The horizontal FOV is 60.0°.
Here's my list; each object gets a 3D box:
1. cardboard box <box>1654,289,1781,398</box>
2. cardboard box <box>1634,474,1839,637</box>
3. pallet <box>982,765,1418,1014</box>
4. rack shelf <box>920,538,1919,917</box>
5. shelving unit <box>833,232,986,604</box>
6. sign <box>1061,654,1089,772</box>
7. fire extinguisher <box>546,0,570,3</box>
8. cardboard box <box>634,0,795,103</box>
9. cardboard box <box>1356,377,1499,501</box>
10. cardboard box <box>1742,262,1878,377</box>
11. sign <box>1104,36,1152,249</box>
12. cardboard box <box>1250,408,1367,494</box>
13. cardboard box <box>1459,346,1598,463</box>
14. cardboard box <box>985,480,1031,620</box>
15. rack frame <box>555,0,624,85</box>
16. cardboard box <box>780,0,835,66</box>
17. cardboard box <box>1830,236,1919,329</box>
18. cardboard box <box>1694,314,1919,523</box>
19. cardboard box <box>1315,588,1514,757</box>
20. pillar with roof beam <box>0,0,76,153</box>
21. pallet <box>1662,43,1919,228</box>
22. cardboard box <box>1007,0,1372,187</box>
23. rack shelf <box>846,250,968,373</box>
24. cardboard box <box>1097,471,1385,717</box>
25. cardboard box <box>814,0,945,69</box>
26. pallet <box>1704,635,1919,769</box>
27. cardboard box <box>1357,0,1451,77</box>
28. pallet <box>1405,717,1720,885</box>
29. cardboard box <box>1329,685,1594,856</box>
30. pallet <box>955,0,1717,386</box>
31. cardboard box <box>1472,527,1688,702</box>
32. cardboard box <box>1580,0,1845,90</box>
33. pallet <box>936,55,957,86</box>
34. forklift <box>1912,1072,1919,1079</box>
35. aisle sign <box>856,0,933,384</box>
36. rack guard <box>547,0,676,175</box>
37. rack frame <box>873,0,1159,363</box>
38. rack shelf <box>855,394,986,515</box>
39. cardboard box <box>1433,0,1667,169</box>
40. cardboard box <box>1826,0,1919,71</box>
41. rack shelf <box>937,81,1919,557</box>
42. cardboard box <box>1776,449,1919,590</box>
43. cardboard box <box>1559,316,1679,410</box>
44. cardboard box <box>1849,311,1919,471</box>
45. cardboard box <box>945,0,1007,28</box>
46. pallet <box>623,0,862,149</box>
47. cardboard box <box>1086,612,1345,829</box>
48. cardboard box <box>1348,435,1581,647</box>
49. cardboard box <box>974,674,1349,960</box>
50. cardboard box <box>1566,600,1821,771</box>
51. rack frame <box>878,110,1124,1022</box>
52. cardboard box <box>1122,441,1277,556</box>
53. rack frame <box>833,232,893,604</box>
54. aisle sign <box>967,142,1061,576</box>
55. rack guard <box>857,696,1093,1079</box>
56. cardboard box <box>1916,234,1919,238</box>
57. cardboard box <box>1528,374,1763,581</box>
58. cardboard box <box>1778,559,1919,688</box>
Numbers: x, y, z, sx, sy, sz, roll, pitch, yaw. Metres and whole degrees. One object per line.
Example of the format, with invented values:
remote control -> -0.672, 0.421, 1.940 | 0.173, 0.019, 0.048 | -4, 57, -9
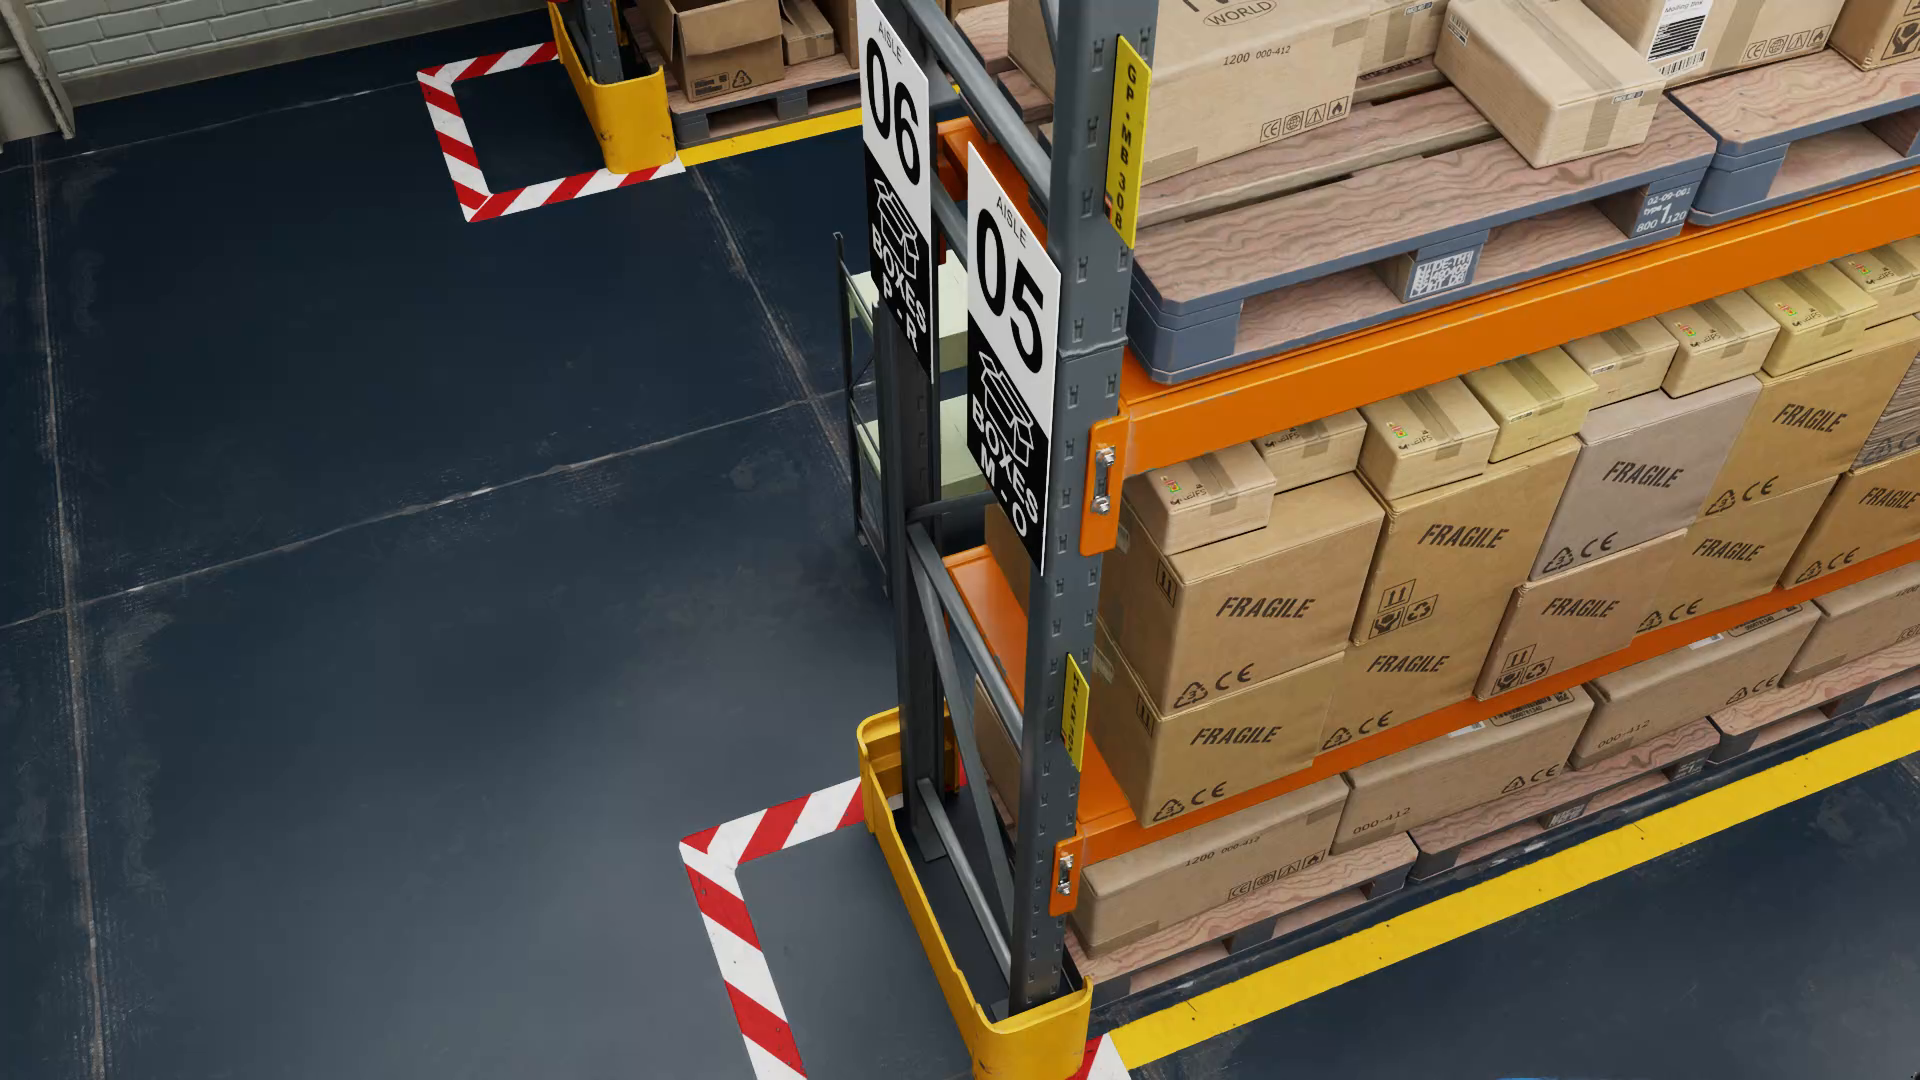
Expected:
cardboard box -> 1.688, -0.539, 3.924 | 0.250, 0.149, 0.380 | -17, 51, -14
cardboard box -> 1.994, -0.122, 4.652 | 0.500, 0.500, 0.500 | -16, 51, -13
pallet -> 0.759, 0.924, 5.658 | 1.213, 0.211, 1.003 | -17, 52, -14
rack shelf -> 1.899, -0.039, 5.121 | 4.000, 0.370, 1.077 | -17, 52, -14
shelving unit -> 0.006, -0.491, 6.023 | 0.755, 1.500, 0.431 | -17, 52, -14
sign -> 0.252, 0.384, 3.661 | 0.005, 0.325, 0.100 | -17, 52, -14
fire extinguisher -> -1.794, -2.671, 7.205 | 0.183, 0.674, 0.296 | -17, 52, -14
cardboard box -> -1.230, -2.617, 8.230 | 0.637, 0.503, 0.797 | -19, 52, -16
cardboard box -> 0.981, -0.296, 3.715 | 0.250, 0.149, 0.380 | -16, 51, -13
cardboard box -> 1.933, -0.592, 3.970 | 0.250, 0.149, 0.380 | -18, 52, -15
sign -> 0.252, -0.596, 2.520 | 0.005, 0.325, 0.100 | -17, 52, -14
cardboard box -> 0.697, -0.302, 3.720 | 0.250, 0.149, 0.380 | -16, 51, -13
cardboard box -> 1.218, -0.384, 3.791 | 0.250, 0.149, 0.380 | -19, 52, -15
cardboard box -> 0.394, -0.057, 4.596 | 0.500, 0.500, 0.500 | -17, 51, -14
rack frame -> -1.832, -3.185, 7.349 | 0.127, 3.000, 1.000 | -17, 52, -14
cardboard box -> -0.822, -2.596, 8.446 | 0.250, 0.149, 0.380 | -19, 52, -16
cardboard box -> 2.157, -0.702, 4.064 | 0.250, 0.149, 0.380 | -17, 52, -14
cardboard box -> 2.011, -0.446, 4.271 | 0.500, 0.500, 0.500 | -17, 51, -14
cardboard box -> 1.059, 0.167, 4.404 | 0.500, 0.500, 0.500 | -18, 52, -15
pillar with roof beam -> -3.041, -1.976, 2.356 | 0.400, 9.000, 9.100 | -17, 52, -14
pallet -> 1.862, -1.221, 3.744 | 1.213, 0.211, 1.003 | -17, 52, -14
cardboard box -> 0.430, -0.990, 3.243 | 0.500, 0.250, 0.500 | -22, 53, -18
rack shelf -> 0.006, -0.745, 5.727 | 0.720, 0.370, 0.431 | -17, 52, -14
cardboard box -> 0.600, 0.004, 3.885 | 0.500, 0.500, 0.500 | -18, 52, -15
cardboard box -> -0.424, -2.834, 8.418 | 0.500, 0.500, 0.700 | -15, 51, -13
pallet -> 3.017, 0.224, 6.259 | 1.213, 0.211, 1.003 | -17, 52, -14
cardboard box -> 0.788, -1.134, 3.433 | 0.250, 0.149, 0.380 | -21, 52, -17
pallet -> 1.886, 0.577, 5.956 | 1.213, 0.211, 1.003 | -17, 52, -14
cardboard box -> 1.465, 0.470, 5.622 | 0.875, 0.438, 0.875 | -16, 51, -13
pallet -> 0.731, -0.868, 3.441 | 1.213, 0.211, 1.003 | -17, 52, -14
cardboard box -> 1.536, 0.033, 4.519 | 0.500, 0.500, 0.500 | -17, 52, -14
cardboard box -> 1.453, -1.212, 3.393 | 0.500, 0.311, 0.500 | -16, 51, -14
pallet -> 0.103, -2.875, 8.920 | 1.213, 0.211, 1.003 | -17, 52, -14
forklift -> 2.406, 1.725, 3.178 | 3.031, 2.935, 1.130 | 4, 49, 3
aisle sign -> -0.136, -0.744, 3.539 | 0.004, 0.787, 0.394 | -17, 52, -14
rack guard -> -1.762, -2.392, 8.316 | 0.348, 0.500, 1.175 | -17, 52, -14
rack frame -> 0.048, -1.654, 2.080 | 0.127, 3.000, 1.000 | -17, 52, -14
rack shelf -> 0.006, -0.278, 6.271 | 0.720, 0.370, 0.431 | -17, 52, -14
cardboard box -> 1.142, -0.915, 3.245 | 0.250, 0.149, 0.380 | -16, 51, -13
cardboard box -> 1.971, -1.352, 3.389 | 0.500, 0.500, 0.500 | -16, 51, -14
rack shelf -> 1.899, -1.017, 3.983 | 4.000, 0.370, 1.077 | -17, 52, -14
cardboard box -> 2.484, -0.261, 4.772 | 0.500, 0.500, 0.500 | -18, 52, -15
cardboard box -> 1.441, -0.497, 3.888 | 0.250, 0.149, 0.380 | -17, 51, -14
cardboard box -> 2.478, -0.584, 4.390 | 0.500, 0.500, 0.500 | -17, 51, -14
cardboard box -> 0.103, -2.916, 8.488 | 0.500, 0.500, 0.500 | -16, 51, -14
pallet -> -1.024, -2.528, 8.622 | 1.213, 0.211, 1.003 | -17, 52, -14
cardboard box -> 0.601, 0.331, 4.263 | 0.500, 0.500, 0.500 | -18, 52, -15
cardboard box -> 1.076, -0.149, 4.017 | 0.500, 0.500, 0.500 | -18, 52, -15
cardboard box -> 0.621, 0.738, 5.391 | 0.875, 0.438, 0.875 | -19, 52, -15
cardboard box -> 2.301, 0.213, 5.843 | 0.875, 0.438, 0.875 | -19, 52, -15
rack frame -> 0.048, 0.300, 4.356 | 0.127, 3.000, 1.000 | -17, 52, -14
cardboard box -> 0.481, -0.177, 3.613 | 0.250, 0.149, 0.380 | -16, 51, -13
rack frame -> -0.333, -0.386, 5.933 | 0.023, 1.500, 0.400 | -17, 52, -14
aisle sign -> 0.091, -0.323, 3.177 | 0.004, 0.787, 0.394 | -17, 52, -14
rack guard -> 0.026, 1.121, 5.298 | 0.348, 0.500, 1.175 | -17, 52, -14
cardboard box -> 2.379, -0.783, 4.133 | 0.250, 0.149, 0.380 | -18, 52, -15
cardboard box -> 1.549, -0.302, 4.148 | 0.500, 0.500, 0.500 | -18, 52, -15
cardboard box -> 3.129, -0.045, 6.064 | 0.875, 0.438, 0.875 | -18, 52, -15
